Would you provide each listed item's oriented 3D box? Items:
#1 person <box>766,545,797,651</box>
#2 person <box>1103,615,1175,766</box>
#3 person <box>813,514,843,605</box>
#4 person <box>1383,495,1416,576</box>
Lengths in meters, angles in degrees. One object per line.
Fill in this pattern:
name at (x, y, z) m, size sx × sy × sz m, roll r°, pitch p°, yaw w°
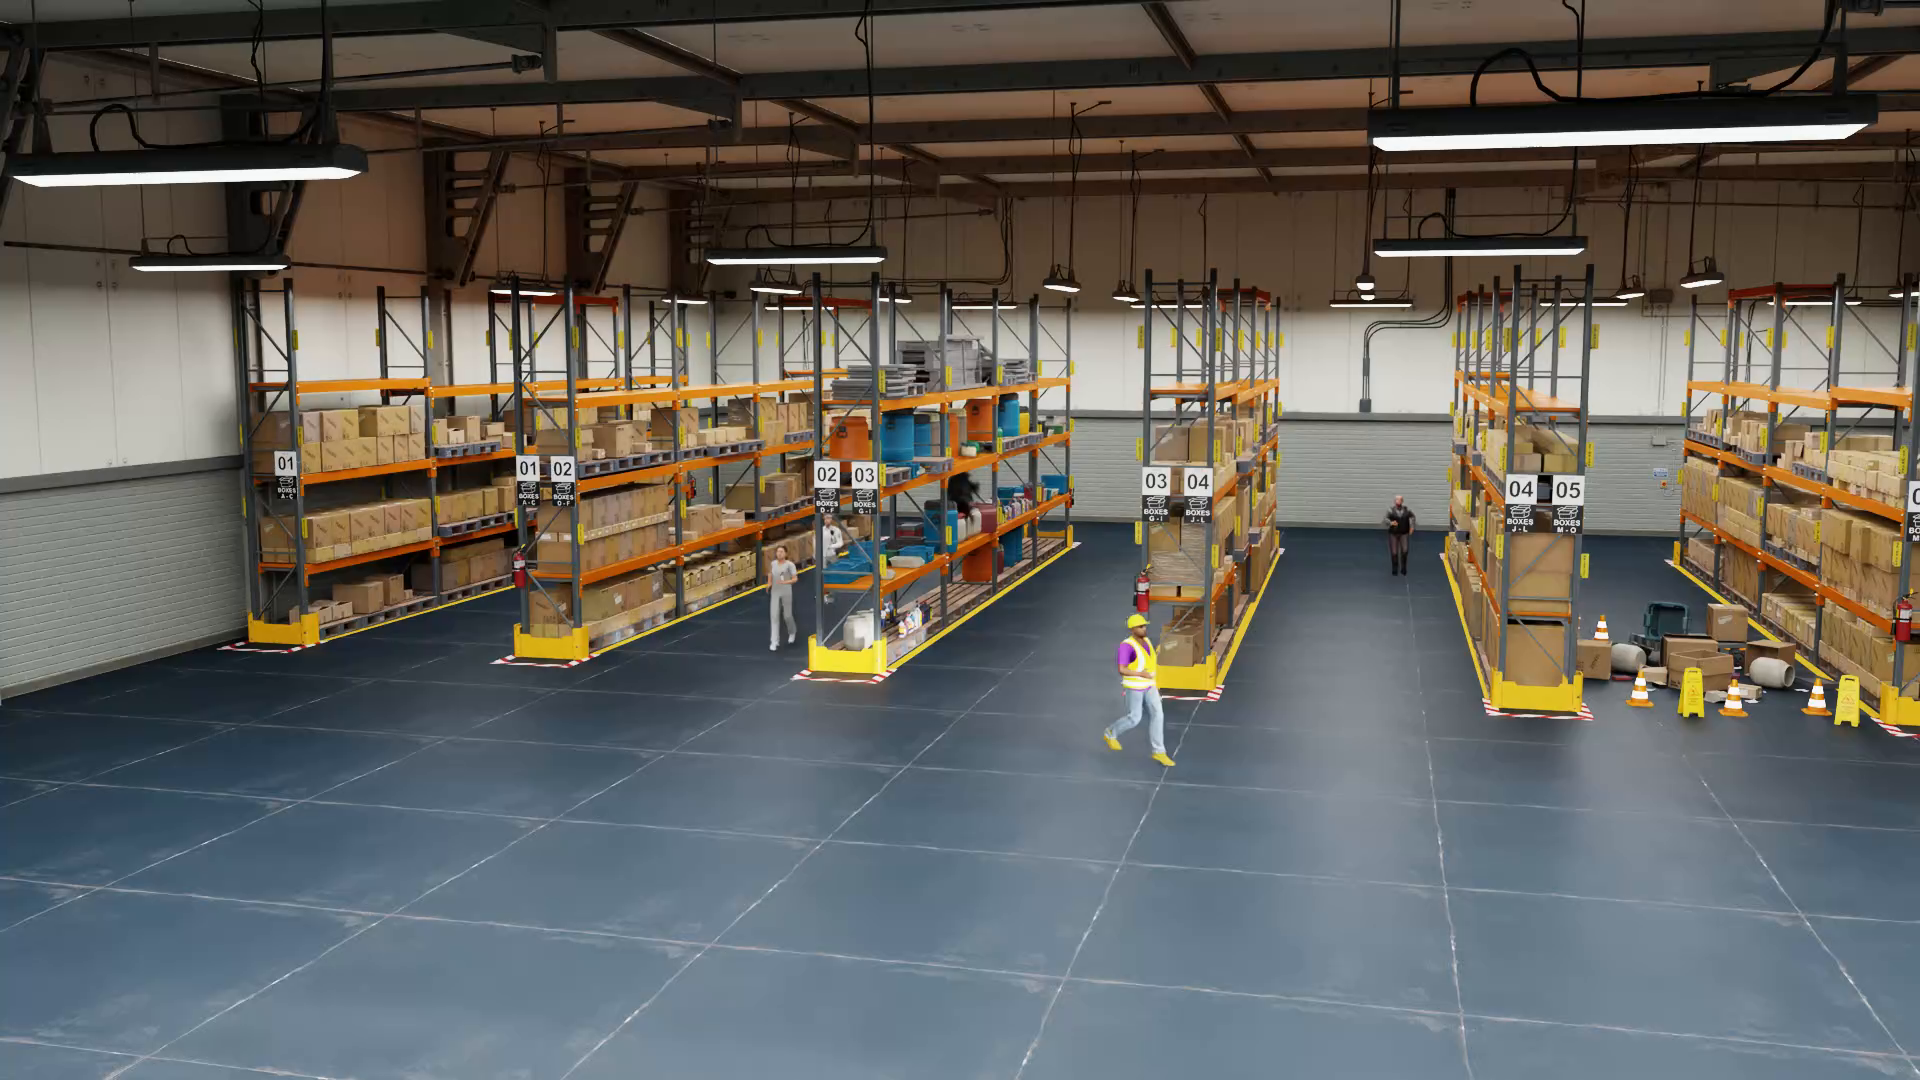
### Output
person at (-2.902, 0.905, 27.111) m, size 0.564 × 1.675 × 0.894 m, roll 2°, pitch 7°, yaw 12°
person at (2.147, 1.762, 19.826) m, size 0.979 × 1.765 × 0.711 m, roll 7°, pitch 10°, yaw 44°
person at (-2.385, 0.319, 29.756) m, size 0.593 × 1.702 × 0.612 m, roll 1°, pitch 7°, yaw 5°
person at (9.338, -0.088, 35.375) m, size 0.693 × 1.727 × 0.669 m, roll 1°, pitch 7°, yaw 11°
